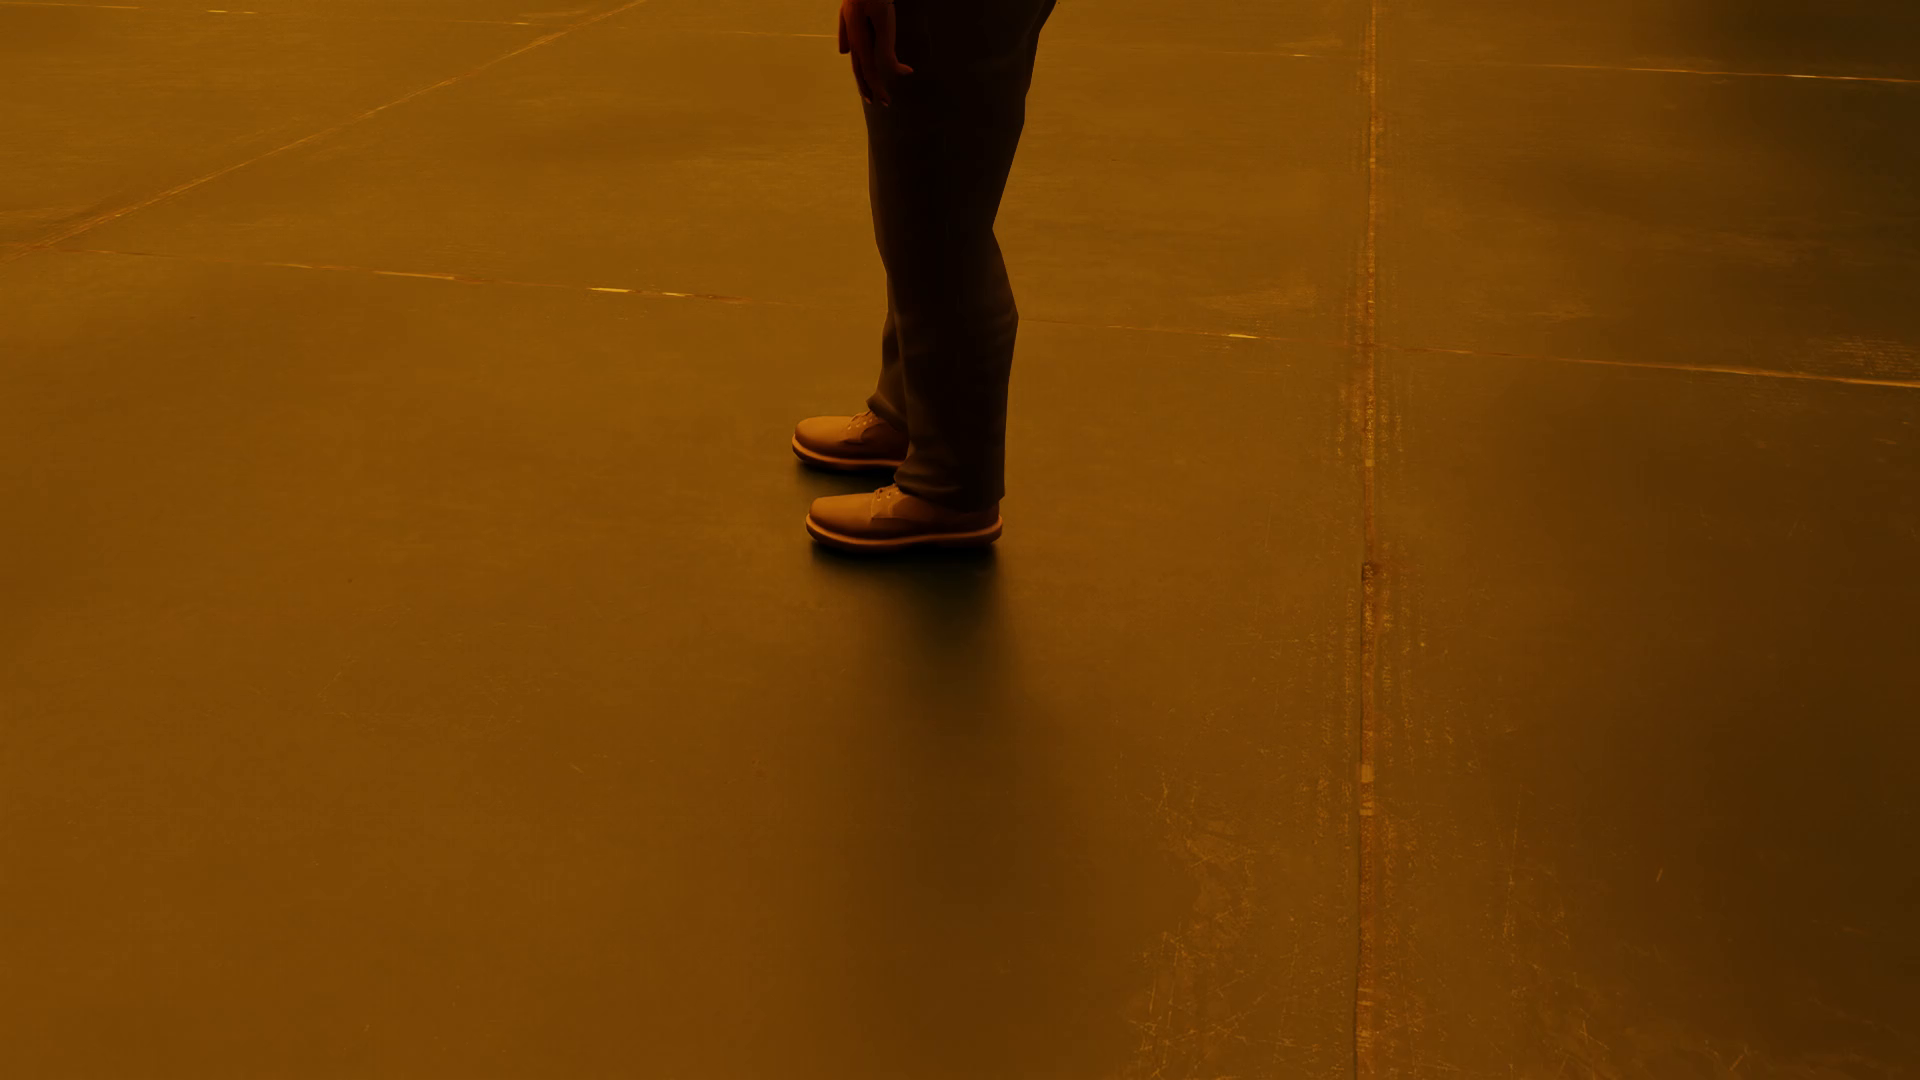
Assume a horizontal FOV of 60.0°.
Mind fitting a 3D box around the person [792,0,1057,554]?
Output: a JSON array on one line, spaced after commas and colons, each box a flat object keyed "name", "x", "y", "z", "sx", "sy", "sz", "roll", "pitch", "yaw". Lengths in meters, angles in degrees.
[{"name": "person", "x": -0.082, "y": -0.762, "z": 2.158, "sx": 0.503, "sy": 1.656, "sz": 0.570, "roll": 6, "pitch": 27, "yaw": 11}]
